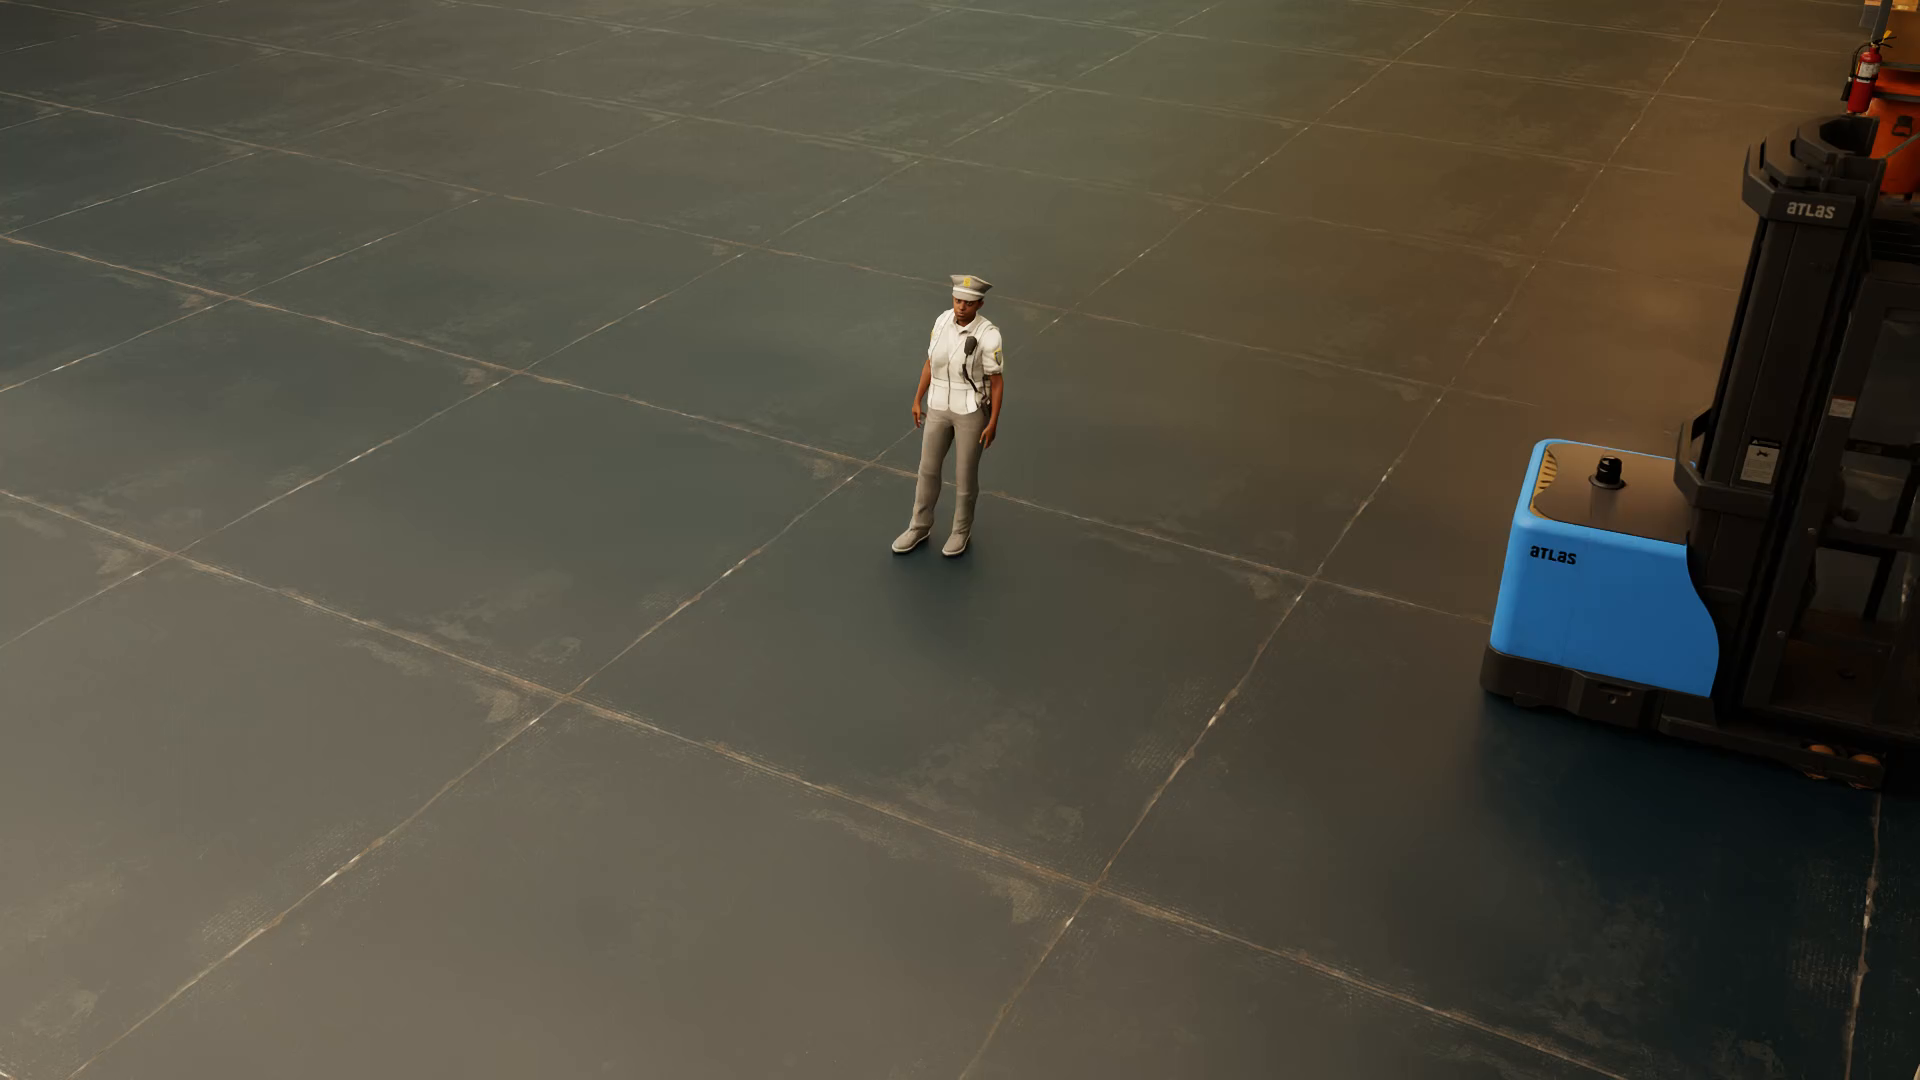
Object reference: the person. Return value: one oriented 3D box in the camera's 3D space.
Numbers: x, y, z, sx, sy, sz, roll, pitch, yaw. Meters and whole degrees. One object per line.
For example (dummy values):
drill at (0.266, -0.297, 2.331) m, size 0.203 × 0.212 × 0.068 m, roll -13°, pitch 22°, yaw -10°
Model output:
person at (-0.054, -0.712, 9.527) m, size 0.569 × 1.695 × 0.528 m, roll 15°, pitch 33°, yaw 25°

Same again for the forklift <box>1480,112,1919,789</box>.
forklift at (4.250, -0.380, 7.730) m, size 3.031 × 2.935 × 1.130 m, roll 12°, pitch 32°, yaw 20°
